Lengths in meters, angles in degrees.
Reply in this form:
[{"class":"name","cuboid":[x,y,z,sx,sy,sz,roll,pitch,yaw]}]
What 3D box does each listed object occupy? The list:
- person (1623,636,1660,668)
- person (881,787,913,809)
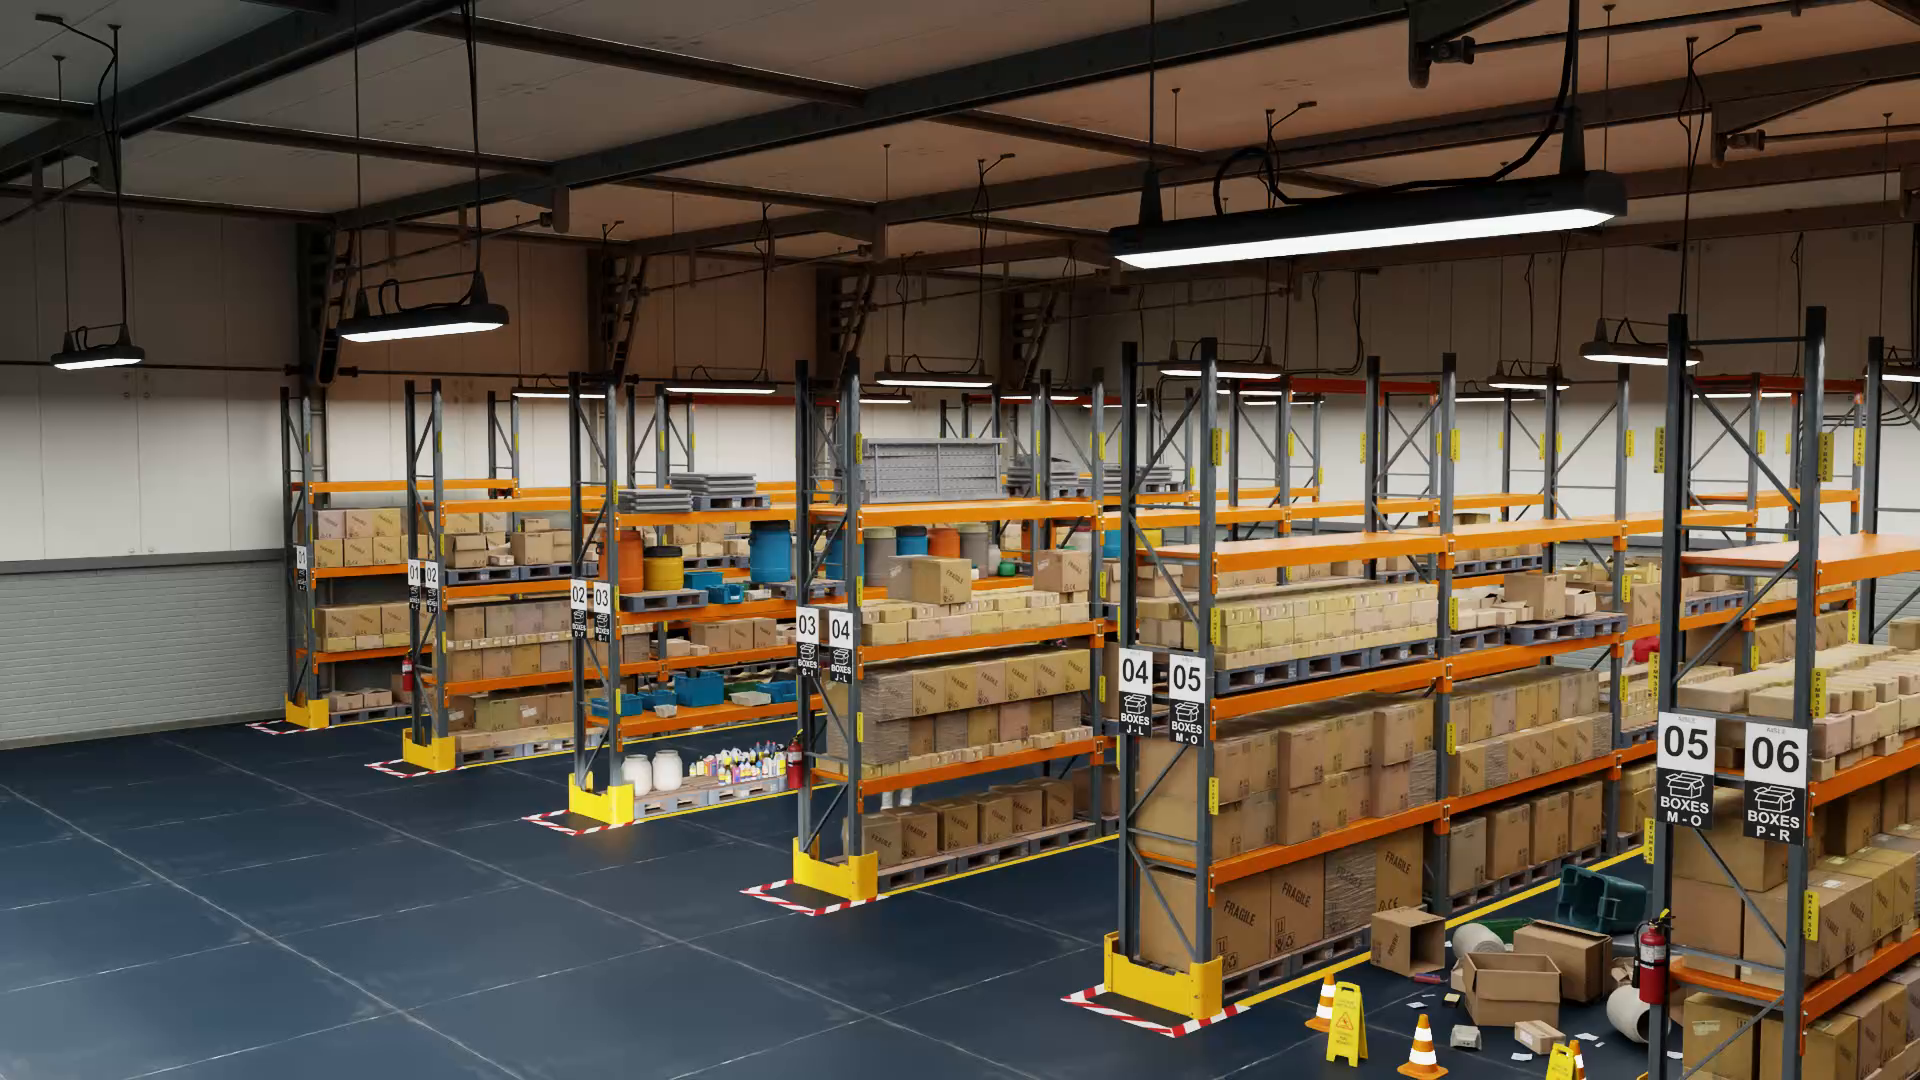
[{"class":"person","cuboid":[12.606,2.362,30.632,0.711,1.672,1.033,3,5,39]},{"class":"person","cuboid":[-0.853,2.906,21.428,0.574,1.829,0.460,1,4,11]}]
